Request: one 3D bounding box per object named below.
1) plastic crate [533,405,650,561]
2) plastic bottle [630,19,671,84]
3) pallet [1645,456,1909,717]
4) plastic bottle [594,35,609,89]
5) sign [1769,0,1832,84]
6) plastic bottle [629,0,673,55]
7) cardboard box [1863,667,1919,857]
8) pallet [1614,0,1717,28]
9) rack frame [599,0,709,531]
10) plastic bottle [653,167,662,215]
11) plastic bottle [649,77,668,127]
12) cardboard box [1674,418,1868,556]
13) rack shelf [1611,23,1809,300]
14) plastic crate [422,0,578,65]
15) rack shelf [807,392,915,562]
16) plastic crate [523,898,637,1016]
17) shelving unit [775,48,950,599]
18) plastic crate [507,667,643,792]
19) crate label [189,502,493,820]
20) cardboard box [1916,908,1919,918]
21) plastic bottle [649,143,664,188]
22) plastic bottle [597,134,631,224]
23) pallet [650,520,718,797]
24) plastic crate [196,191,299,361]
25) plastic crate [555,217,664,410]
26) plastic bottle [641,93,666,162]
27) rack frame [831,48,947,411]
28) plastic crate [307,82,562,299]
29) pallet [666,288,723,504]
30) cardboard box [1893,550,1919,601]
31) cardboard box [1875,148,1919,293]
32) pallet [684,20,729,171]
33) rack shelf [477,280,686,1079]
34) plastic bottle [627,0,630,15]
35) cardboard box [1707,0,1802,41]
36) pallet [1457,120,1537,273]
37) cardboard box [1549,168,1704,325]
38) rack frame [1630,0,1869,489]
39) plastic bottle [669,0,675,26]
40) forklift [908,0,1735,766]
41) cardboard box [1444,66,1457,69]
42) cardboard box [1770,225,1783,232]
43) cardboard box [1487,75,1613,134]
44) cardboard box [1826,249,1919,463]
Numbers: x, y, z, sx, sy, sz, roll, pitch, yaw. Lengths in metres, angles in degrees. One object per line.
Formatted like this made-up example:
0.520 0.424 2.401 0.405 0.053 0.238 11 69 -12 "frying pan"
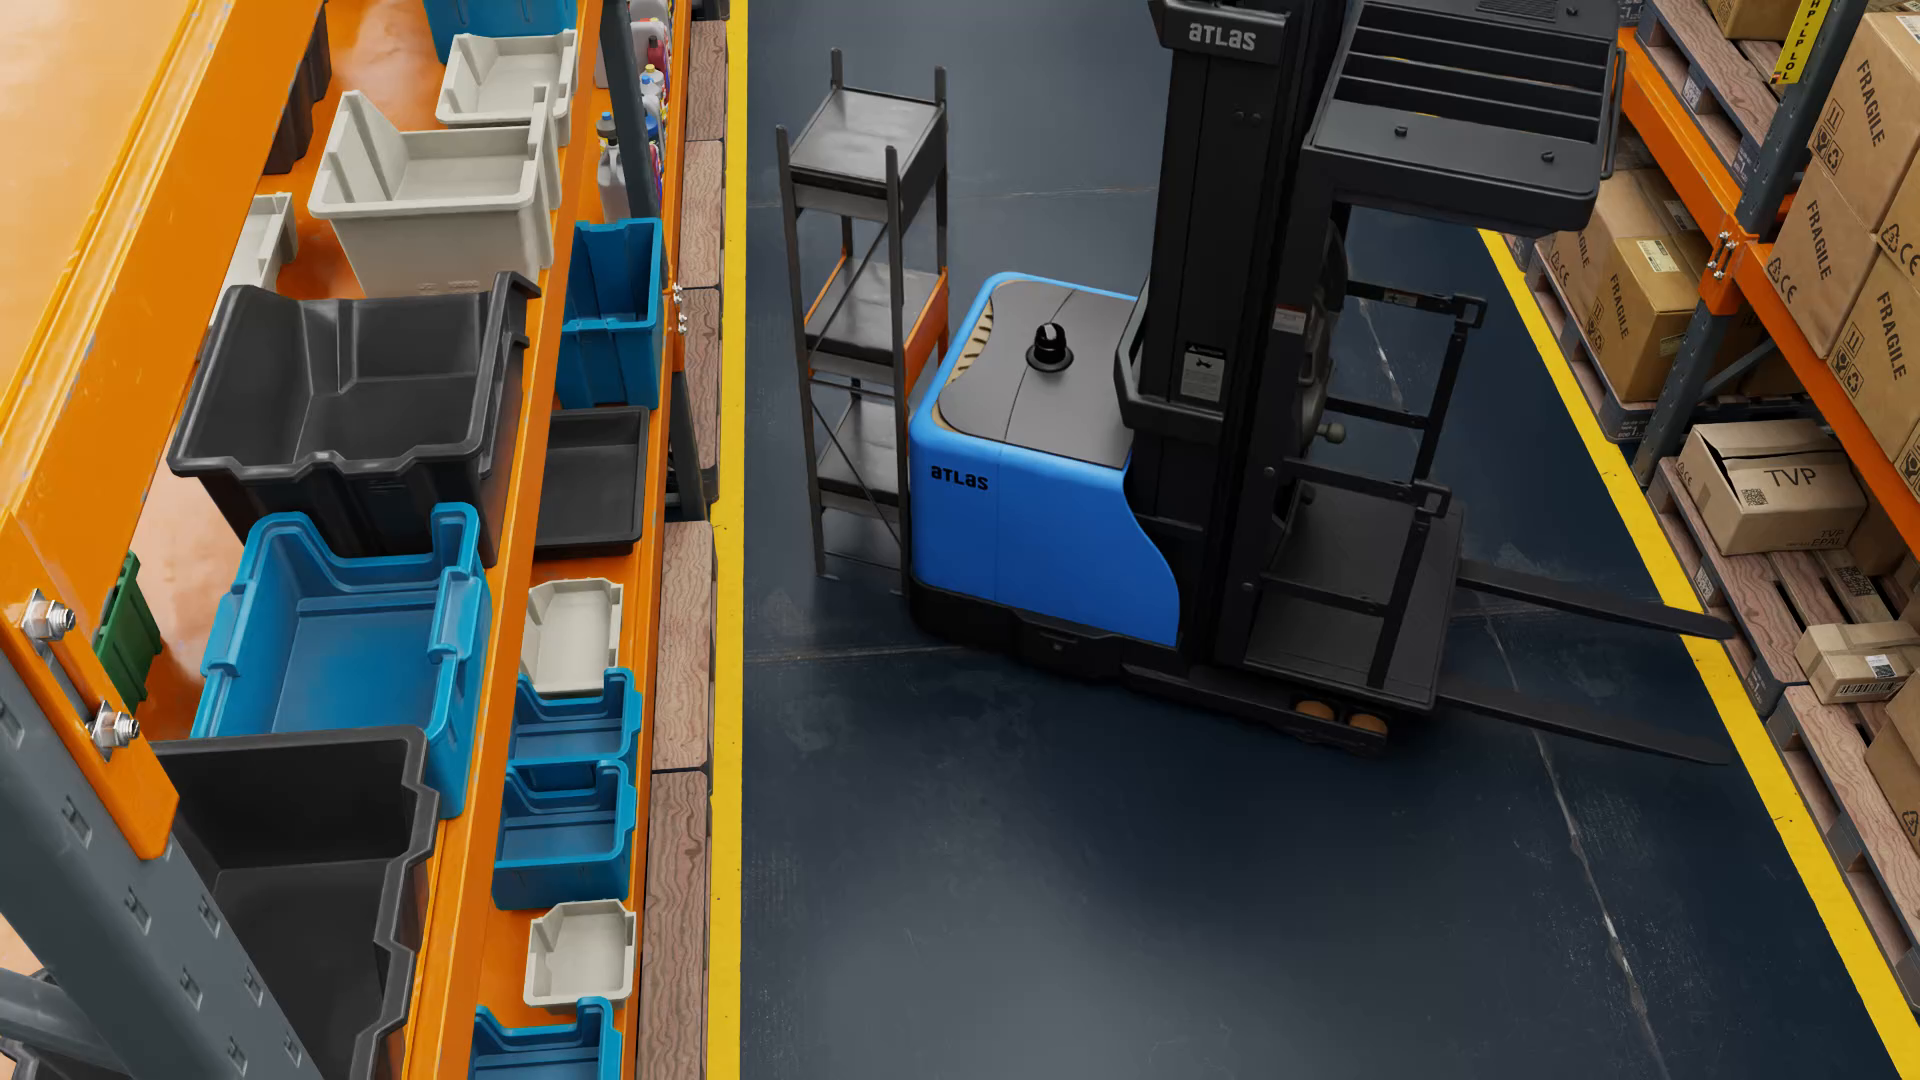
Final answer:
-1.180 -0.161 5.121 0.437 0.125 0.590 -3 47 -3 "plastic crate"
-1.278 -2.013 6.813 0.152 0.276 0.135 -3 47 -3 "plastic bottle"
3.451 0.129 6.619 1.003 0.211 1.213 -3 47 -3 "pallet"
-1.430 -2.004 6.804 0.152 0.276 0.135 -3 47 -3 "plastic bottle"
2.842 -1.688 5.622 0.100 0.325 0.005 -3 47 -3 "sign"
-1.298 -2.181 6.972 0.152 0.276 0.135 -3 47 -3 "plastic bottle"
3.557 0.740 5.536 0.797 0.503 0.637 -3 47 -3 "cardboard box"
3.227 -2.748 7.555 1.003 0.211 1.213 -3 47 -3 "pallet"
-1.542 -1.028 5.794 1.000 3.000 0.127 -3 47 -3 "rack frame"
-1.147 -1.279 6.113 0.061 0.283 0.133 -3 47 -3 "plastic bottle"
-1.222 -1.739 6.604 0.097 0.201 0.097 0 47 0 "plastic bottle"
3.214 -0.236 6.593 0.500 0.311 0.500 -3 47 -3 "cardboard box"
3.227 -2.526 7.709 1.077 0.370 4.000 -3 47 -3 "rack shelf"
-1.147 -1.363 4.161 0.416 0.233 0.300 -3 47 -3 "plastic crate"
-0.313 -0.213 6.625 0.431 0.518 0.480 13 48 12 "rack shelf"
-0.901 1.009 4.005 0.250 0.136 0.298 -3 47 -3 "plastic crate"
-0.313 -0.704 6.107 0.431 2.100 0.503 13 48 12 "shelving unit"
-1.035 0.534 4.388 0.416 0.233 0.300 -3 47 -3 "plastic crate"
-0.962 0.198 2.669 0.408 0.251 0.502 -3 47 -3 "crate label"
3.389 1.294 5.186 0.500 0.250 0.500 -3 47 -3 "cardboard box"
-1.186 -1.430 6.312 0.097 0.201 0.097 0 47 0 "plastic bottle"
-1.252 -1.315 6.100 0.144 0.351 0.185 -3 47 -3 "plastic bottle"
-1.441 0.460 6.305 1.003 0.211 1.213 -3 47 -3 "pallet"
-1.627 -0.555 3.462 0.437 0.136 0.530 -3 47 -3 "plastic crate"
-1.163 -0.726 5.478 0.392 0.384 0.575 -3 47 -3 "plastic crate"
-1.231 -1.608 6.429 0.152 0.276 0.135 -3 47 -3 "plastic bottle"
-0.239 -0.873 6.267 0.400 2.100 0.015 13 48 12 "rack frame"
-1.085 -0.747 3.544 0.437 0.282 0.530 -3 47 -3 "plastic crate"
-1.565 -0.630 7.338 1.003 0.211 1.213 -3 47 -3 "pallet"
3.816 0.165 6.325 0.380 0.149 0.250 -3 47 -3 "cardboard box"
3.197 -0.973 4.985 0.500 0.500 0.500 -5 47 -5 "cardboard box"
-1.769 -2.395 9.010 1.003 0.211 1.213 -3 47 -3 "pallet"
-1.374 0.666 4.685 1.077 0.370 4.000 -3 47 -3 "rack shelf"
-1.440 -2.397 7.180 0.097 0.271 0.097 0 47 0 "plastic bottle"
3.457 -2.355 6.693 0.700 0.500 0.500 3 47 3 "cardboard box"
3.184 -1.839 8.482 1.003 0.211 1.213 -3 47 -3 "pallet"
3.035 -1.316 7.486 0.500 0.500 0.500 -3 47 -3 "cardboard box"
3.395 -1.327 6.077 1.000 3.000 0.127 -3 47 -3 "rack frame"
-1.288 -2.336 7.121 0.097 0.271 0.097 0 47 0 "plastic bottle"
1.379 -0.647 5.481 3.031 2.935 1.130 14 48 13 "forklift"
2.863 -2.787 8.879 0.500 0.500 0.500 -5 47 -5 "cardboard box"
3.541 -1.368 7.535 0.500 0.500 0.500 -3 47 -3 "cardboard box"
2.948 -2.047 8.178 0.500 0.500 0.500 -5 47 -5 "cardboard box"
3.212 -0.605 5.325 0.500 0.500 0.500 -3 47 -3 "cardboard box"
